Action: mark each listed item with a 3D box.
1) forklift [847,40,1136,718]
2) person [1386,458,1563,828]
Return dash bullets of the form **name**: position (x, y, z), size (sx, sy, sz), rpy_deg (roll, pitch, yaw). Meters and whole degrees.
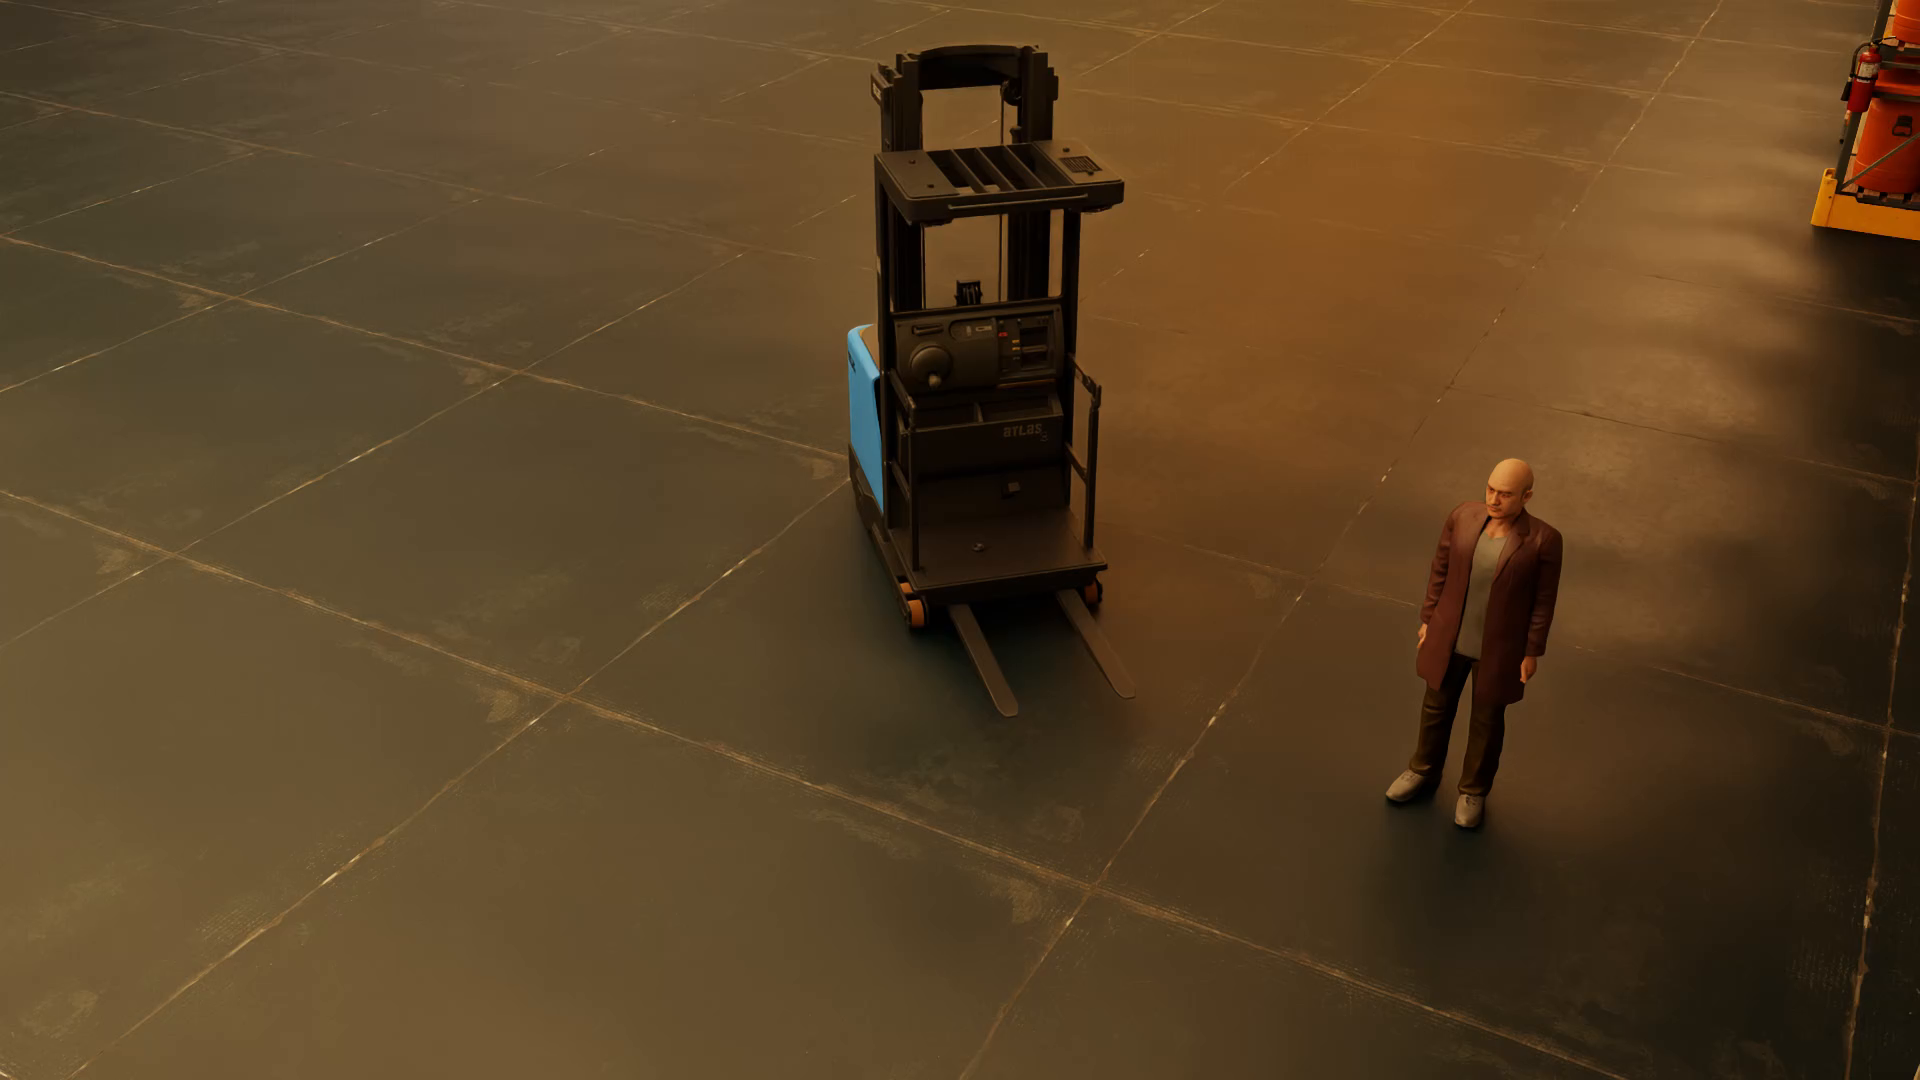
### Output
- **forklift**: position (0.165, -0.991, 8.787), size (1.130, 2.935, 3.031), rpy_deg (-7, 31, -13)
- **person**: position (2.305, 0.459, 7.424), size (0.570, 1.783, 0.385), rpy_deg (21, 36, 31)
